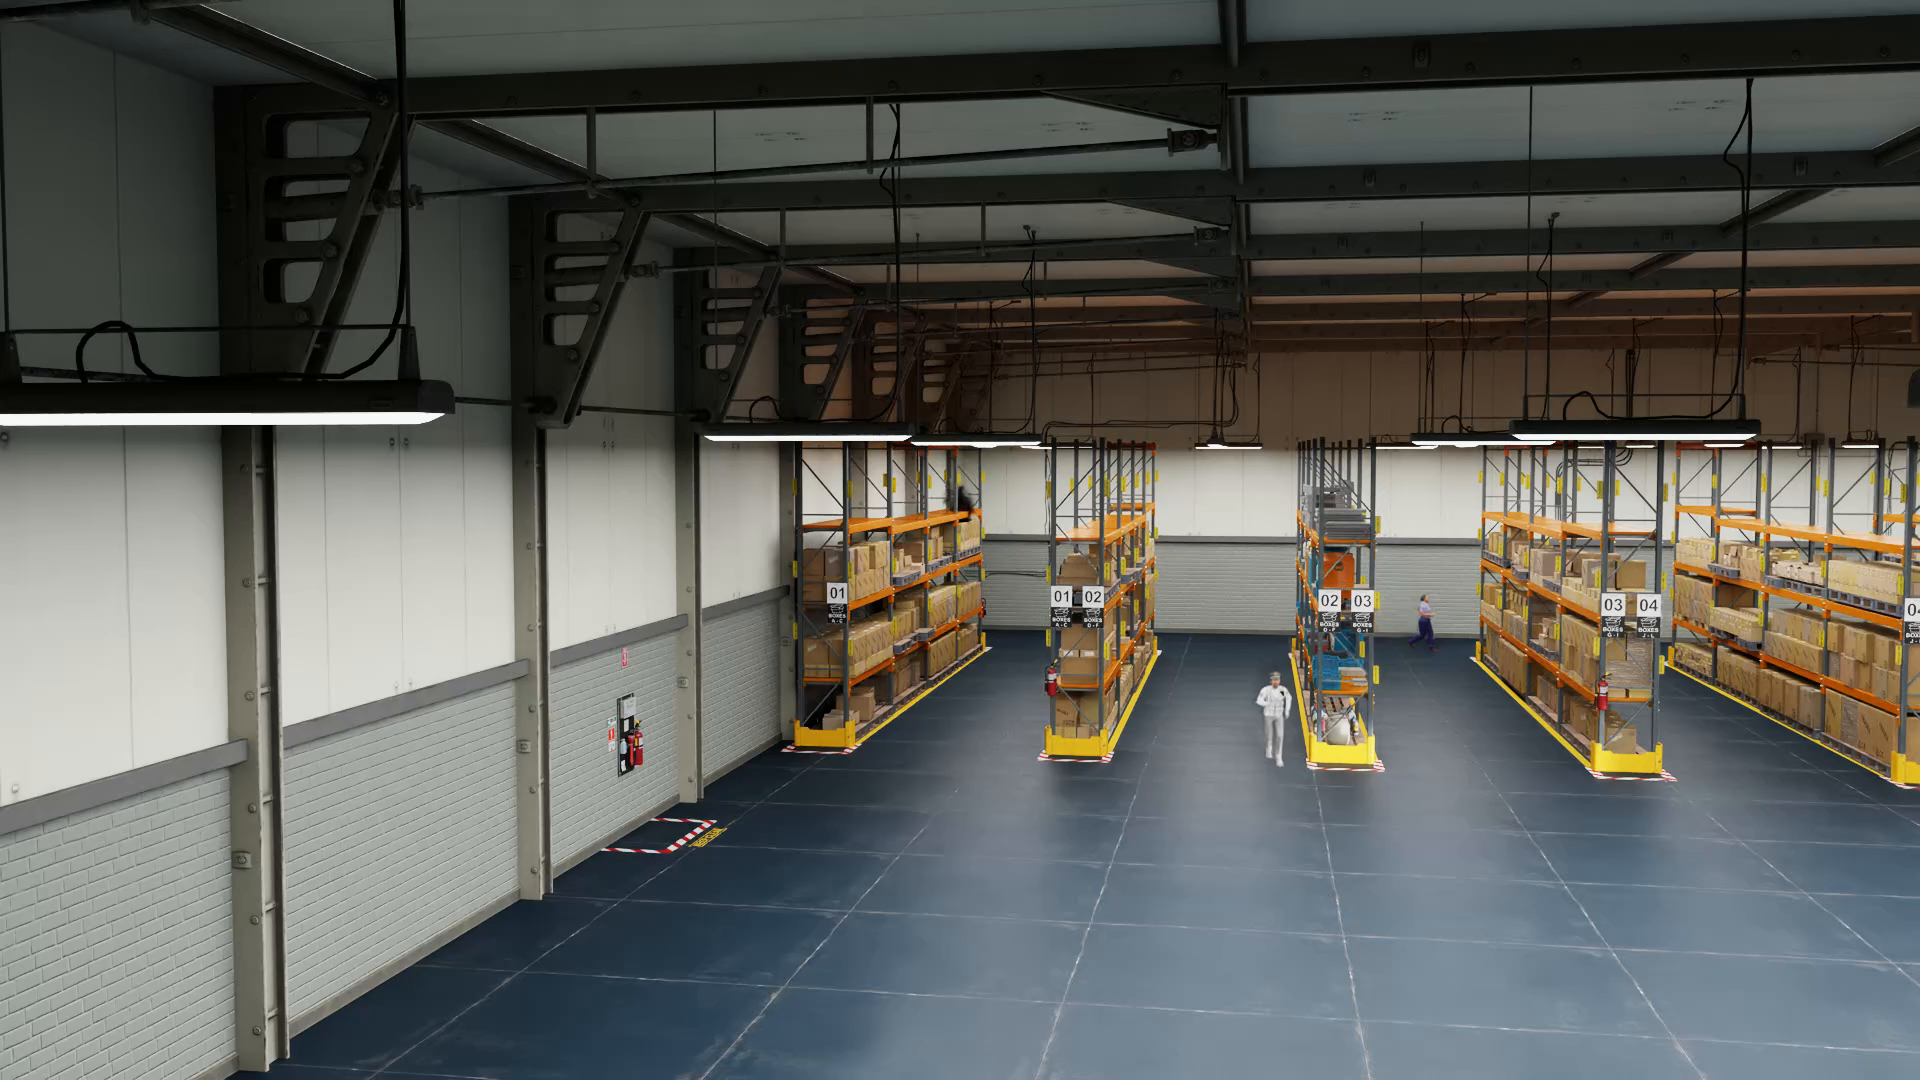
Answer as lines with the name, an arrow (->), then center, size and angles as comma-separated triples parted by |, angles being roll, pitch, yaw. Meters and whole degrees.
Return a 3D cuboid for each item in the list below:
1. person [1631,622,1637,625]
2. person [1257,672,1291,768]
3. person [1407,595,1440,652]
person -> 17.590, 2.599, 43.289 | 0.608, 1.700, 0.877 | 1, 3, 10
person -> 5.764, 3.253, 30.516 | 0.644, 1.696, 0.895 | 0, 3, 6
person -> 13.277, 2.386, 47.601 | 0.920, 1.637, 0.610 | 1, 3, 23
